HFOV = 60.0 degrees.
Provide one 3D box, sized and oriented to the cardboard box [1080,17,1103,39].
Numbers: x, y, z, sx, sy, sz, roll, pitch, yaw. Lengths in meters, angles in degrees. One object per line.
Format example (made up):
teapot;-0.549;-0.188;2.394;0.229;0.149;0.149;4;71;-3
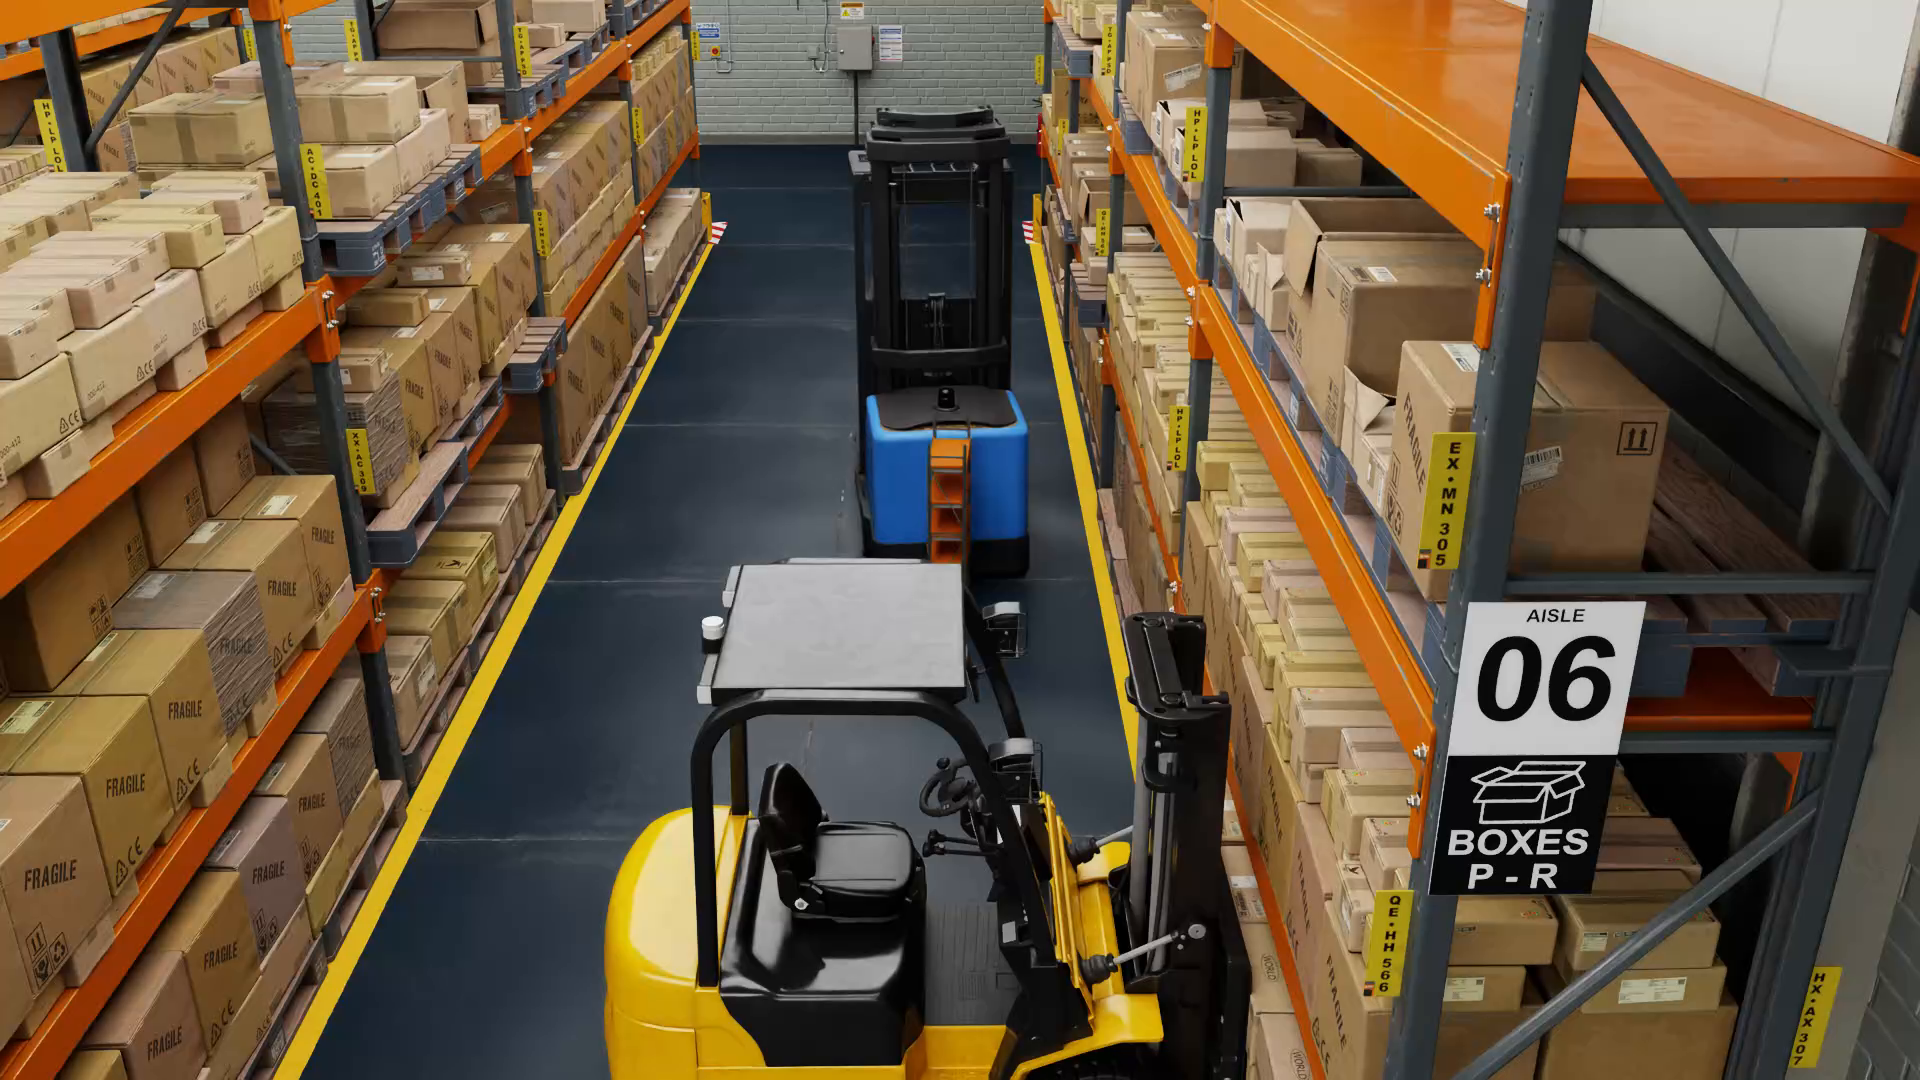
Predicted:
cardboard box;1.138;-4.022;13.037;0.380;0.149;0.250;0;24;1

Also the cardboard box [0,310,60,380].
cardboard box;-3.050;-0.606;5.148;0.380;0.149;0.250;0;24;1

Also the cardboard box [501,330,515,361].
cardboard box;-3.074;-1.245;10.657;0.380;0.149;0.250;-1;24;-3

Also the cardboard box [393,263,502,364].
cardboard box;-3.124;-1.385;10.180;0.500;0.500;0.500;-2;24;-4

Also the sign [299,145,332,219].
sign;-2.844;-1.579;7.334;0.100;0.325;0.005;0;24;-1

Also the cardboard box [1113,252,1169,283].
cardboard box;1.242;-1.852;11.295;0.380;0.149;0.250;0;24;1

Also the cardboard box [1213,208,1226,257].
cardboard box;1.278;-1.298;7.013;0.380;0.149;0.250;0;24;1

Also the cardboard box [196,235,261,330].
cardboard box;-3.106;-1.016;6.537;0.500;0.250;0.500;-1;24;-1

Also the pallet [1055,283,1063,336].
pallet;1.483;-2.304;16.588;1.003;0.211;1.213;0;24;-1

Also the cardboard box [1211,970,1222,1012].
cardboard box;1.279;1.898;6.741;0.500;0.250;0.500;1;24;1

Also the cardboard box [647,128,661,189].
cardboard box;-3.218;-3.715;16.203;0.500;0.500;0.500;0;24;0

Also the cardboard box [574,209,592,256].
cardboard box;-3.186;-2.407;13.007;0.500;0.250;0.500;0;24;-1

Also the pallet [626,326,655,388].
pallet;-3.390;-1.679;15.207;1.003;0.211;1.213;0;24;-1

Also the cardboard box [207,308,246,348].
cardboard box;-3.136;-0.885;6.731;0.380;0.149;0.250;0;24;0

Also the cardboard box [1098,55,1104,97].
cardboard box;1.279;-3.359;12.079;0.500;0.250;0.500;0;24;0

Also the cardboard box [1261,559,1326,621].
cardboard box;1.377;0.192;6.417;0.380;0.149;0.250;0;24;-1

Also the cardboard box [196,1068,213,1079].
cardboard box;-3.073;2.195;6.084;0.500;0.250;0.500;1;24;1

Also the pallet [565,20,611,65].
pallet;-3.414;-4.169;13.921;0.805;0.209;1.217;-1;24;-3

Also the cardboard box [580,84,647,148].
cardboard box;-3.237;-3.966;15.544;0.500;0.500;0.500;0;24;0

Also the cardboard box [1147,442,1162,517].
cardboard box;1.299;-0.340;9.044;0.500;0.250;0.500;0;24;-1

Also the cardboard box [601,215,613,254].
cardboard box;-3.226;-2.598;14.035;0.500;0.250;0.500;-1;24;-2

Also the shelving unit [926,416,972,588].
shelving unit;-0.067;-0.134;10.589;0.258;1.200;0.503;1;24;3

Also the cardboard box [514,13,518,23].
cardboard box;-3.810;-4.196;13.522;0.380;0.166;0.250;-2;24;-4

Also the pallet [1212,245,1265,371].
pallet;1.612;-0.970;6.722;1.003;0.211;1.213;0;24;-1

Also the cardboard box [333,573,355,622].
cardboard box;-3.078;0.275;7.808;0.380;0.149;0.250;-1;24;-1

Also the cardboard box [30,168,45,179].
cardboard box;-8.217;-3.144;14.497;0.380;0.149;0.250;0;24;0

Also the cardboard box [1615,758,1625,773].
cardboard box;1.857;0.719;5.252;0.380;0.149;0.250;0;24;0

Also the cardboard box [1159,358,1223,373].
cardboard box;1.305;-0.899;9.189;0.380;0.149;0.250;-1;24;-2

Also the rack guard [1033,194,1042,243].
rack guard;1.447;-3.769;19.478;1.175;0.500;0.348;0;24;-1

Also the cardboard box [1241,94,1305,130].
cardboard box;1.767;-2.464;9.570;0.380;0.166;0.250;0;24;-1

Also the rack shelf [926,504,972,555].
rack shelf;-0.067;-0.073;10.617;0.258;0.148;0.480;1;24;3

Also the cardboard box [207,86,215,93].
cardboard box;-8.203;-4.637;17.880;0.500;0.500;0.500;-1;24;-1

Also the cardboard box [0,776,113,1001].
cardboard box;-3.080;1.086;5.226;0.500;0.500;0.500;0;24;1

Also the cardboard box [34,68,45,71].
cardboard box;-8.709;-4.246;15.802;0.500;0.500;0.500;-1;24;-2

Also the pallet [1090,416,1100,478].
pallet;1.563;-0.680;12.998;1.003;0.211;1.213;0;24;-1

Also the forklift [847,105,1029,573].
forklift;-0.213;-1.661;11.866;1.130;2.935;3.031;-3;24;-6

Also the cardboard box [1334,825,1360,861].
cardboard box;1.362;0.958;5.083;0.380;0.149;0.250;0;24;0

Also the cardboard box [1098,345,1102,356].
cardboard box;1.282;-1.414;12.974;0.380;0.149;0.250;-1;24;-2

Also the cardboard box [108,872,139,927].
cardboard box;-3.072;1.226;5.704;0.380;0.149;0.250;0;24;1

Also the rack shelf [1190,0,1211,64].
rack shelf;1.555;-3.042;8.915;1.077;0.370;4.000;0;24;-1

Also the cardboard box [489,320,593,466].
cardboard box;-3.355;-1.127;12.672;0.875;0.875;0.875;0;24;-1

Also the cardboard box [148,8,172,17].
cardboard box;-8.166;-5.330;16.438;0.500;0.250;0.500;1;24;2

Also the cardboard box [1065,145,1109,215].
cardboard box;1.277;-3.114;14.365;0.700;0.500;0.500;0;24;0

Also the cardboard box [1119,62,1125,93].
cardboard box;1.233;-2.995;10.745;0.380;0.166;0.250;0;24;-1

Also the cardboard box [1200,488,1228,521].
cardboard box;1.317;-0.203;7.651;0.380;0.149;0.250;-1;24;-1

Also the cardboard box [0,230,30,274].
cardboard box;-3.654;-1.029;6.083;0.380;0.149;0.250;-1;24;-2

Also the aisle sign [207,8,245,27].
aisle sign;-8.167;-6.068;18.371;0.394;0.787;0.004;0;24;-1

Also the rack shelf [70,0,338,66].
rack shelf;-3.408;-3.019;8.862;1.077;0.370;4.000;0;24;-1

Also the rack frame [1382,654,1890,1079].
rack frame;1.621;1.653;4.454;1.000;3.000;0.127;0;24;-1

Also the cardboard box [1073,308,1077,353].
cardboard box;1.286;-1.924;14.888;0.500;0.500;0.500;-1;24;-1

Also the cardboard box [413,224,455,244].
cardboard box;-3.657;-1.805;11.109;0.500;0.500;0.500;-1;24;-2

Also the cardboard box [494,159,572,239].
cardboard box;-3.206;-2.529;12.367;0.500;0.500;0.500;0;24;0

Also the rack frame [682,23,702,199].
rack frame;-3.517;-4.916;18.979;1.000;3.000;0.127;0;24;-1

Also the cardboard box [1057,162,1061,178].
cardboard box;1.175;-3.735;16.672;0.380;0.149;0.250;-1;24;-1

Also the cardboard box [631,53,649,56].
cardboard box;-3.282;-4.722;16.428;0.380;0.149;0.250;0;24;-1

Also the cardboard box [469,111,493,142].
cardboard box;-3.206;-2.640;10.612;0.380;0.149;0.250;0;24;-1
